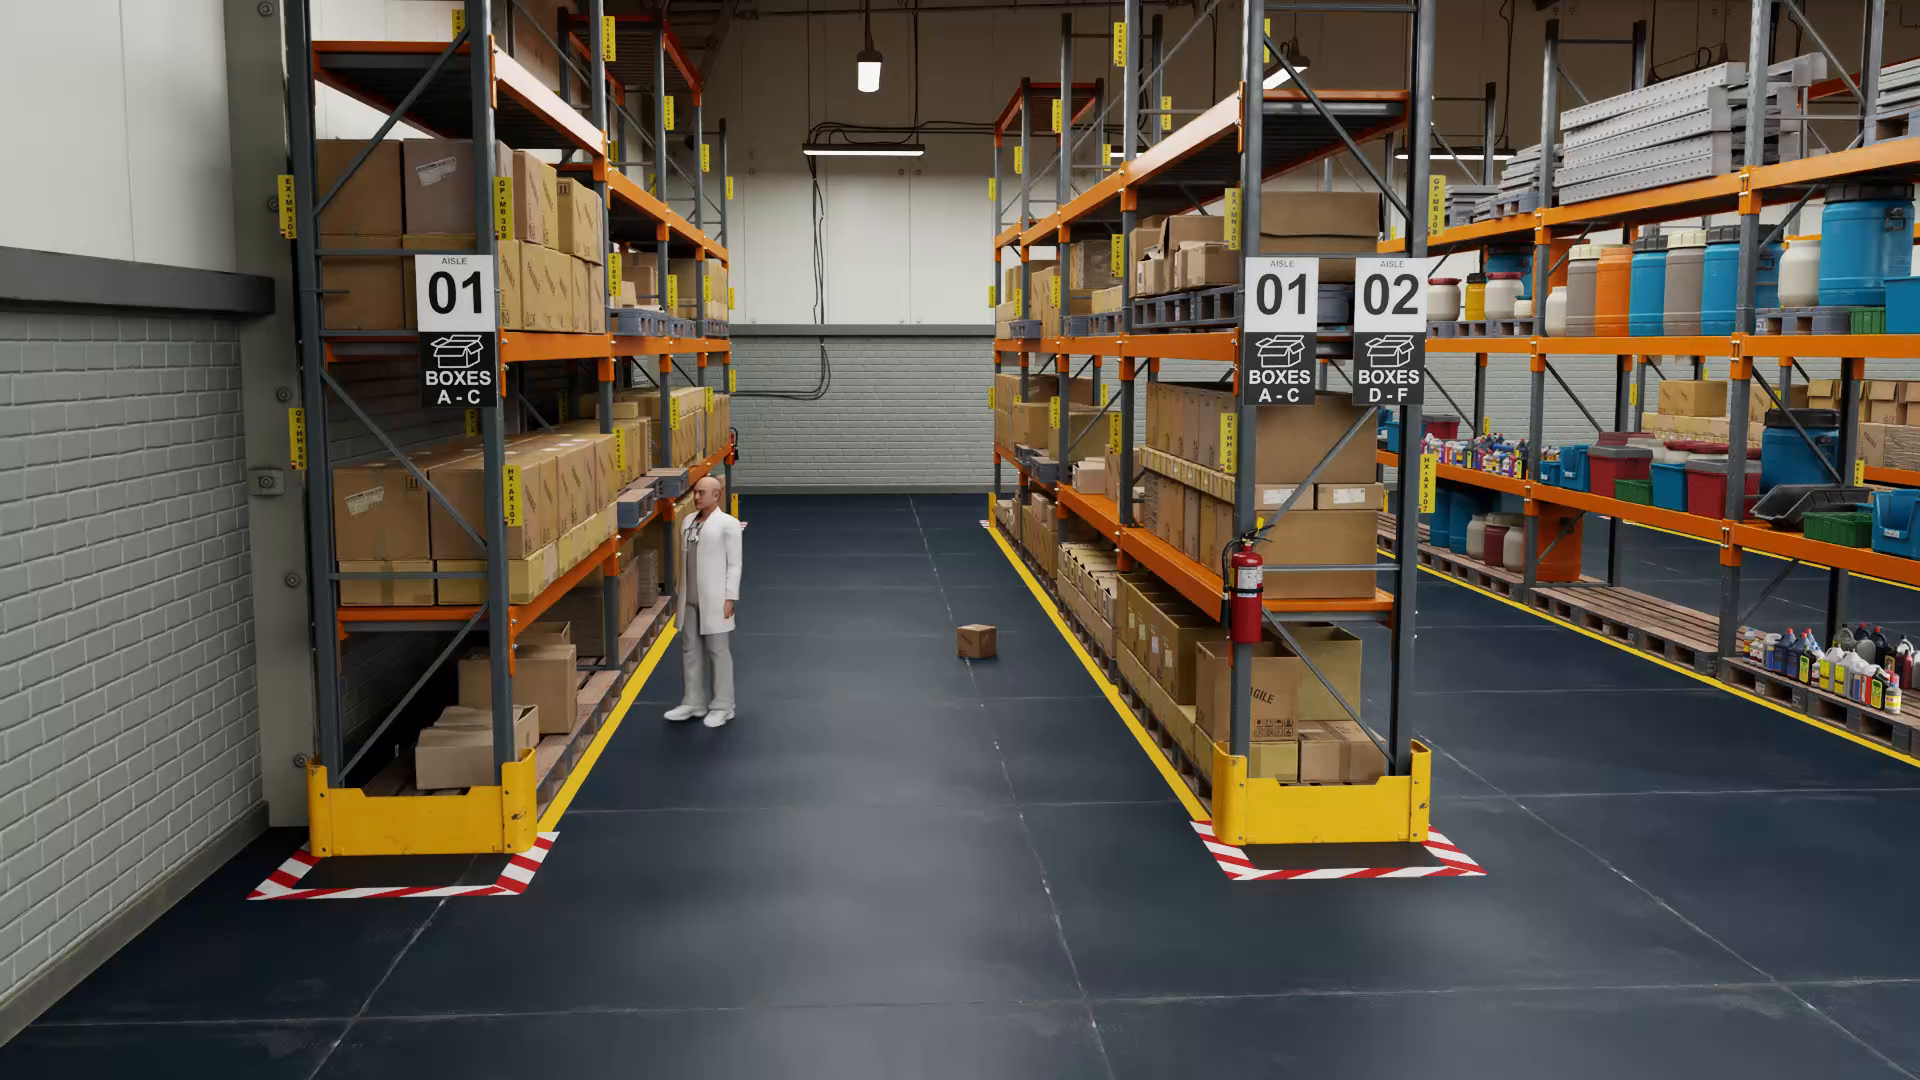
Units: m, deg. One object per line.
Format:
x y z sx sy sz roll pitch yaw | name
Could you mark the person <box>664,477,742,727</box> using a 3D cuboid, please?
-1.870 0.442 12.061 0.555 1.792 0.404 4 8 31 | person
